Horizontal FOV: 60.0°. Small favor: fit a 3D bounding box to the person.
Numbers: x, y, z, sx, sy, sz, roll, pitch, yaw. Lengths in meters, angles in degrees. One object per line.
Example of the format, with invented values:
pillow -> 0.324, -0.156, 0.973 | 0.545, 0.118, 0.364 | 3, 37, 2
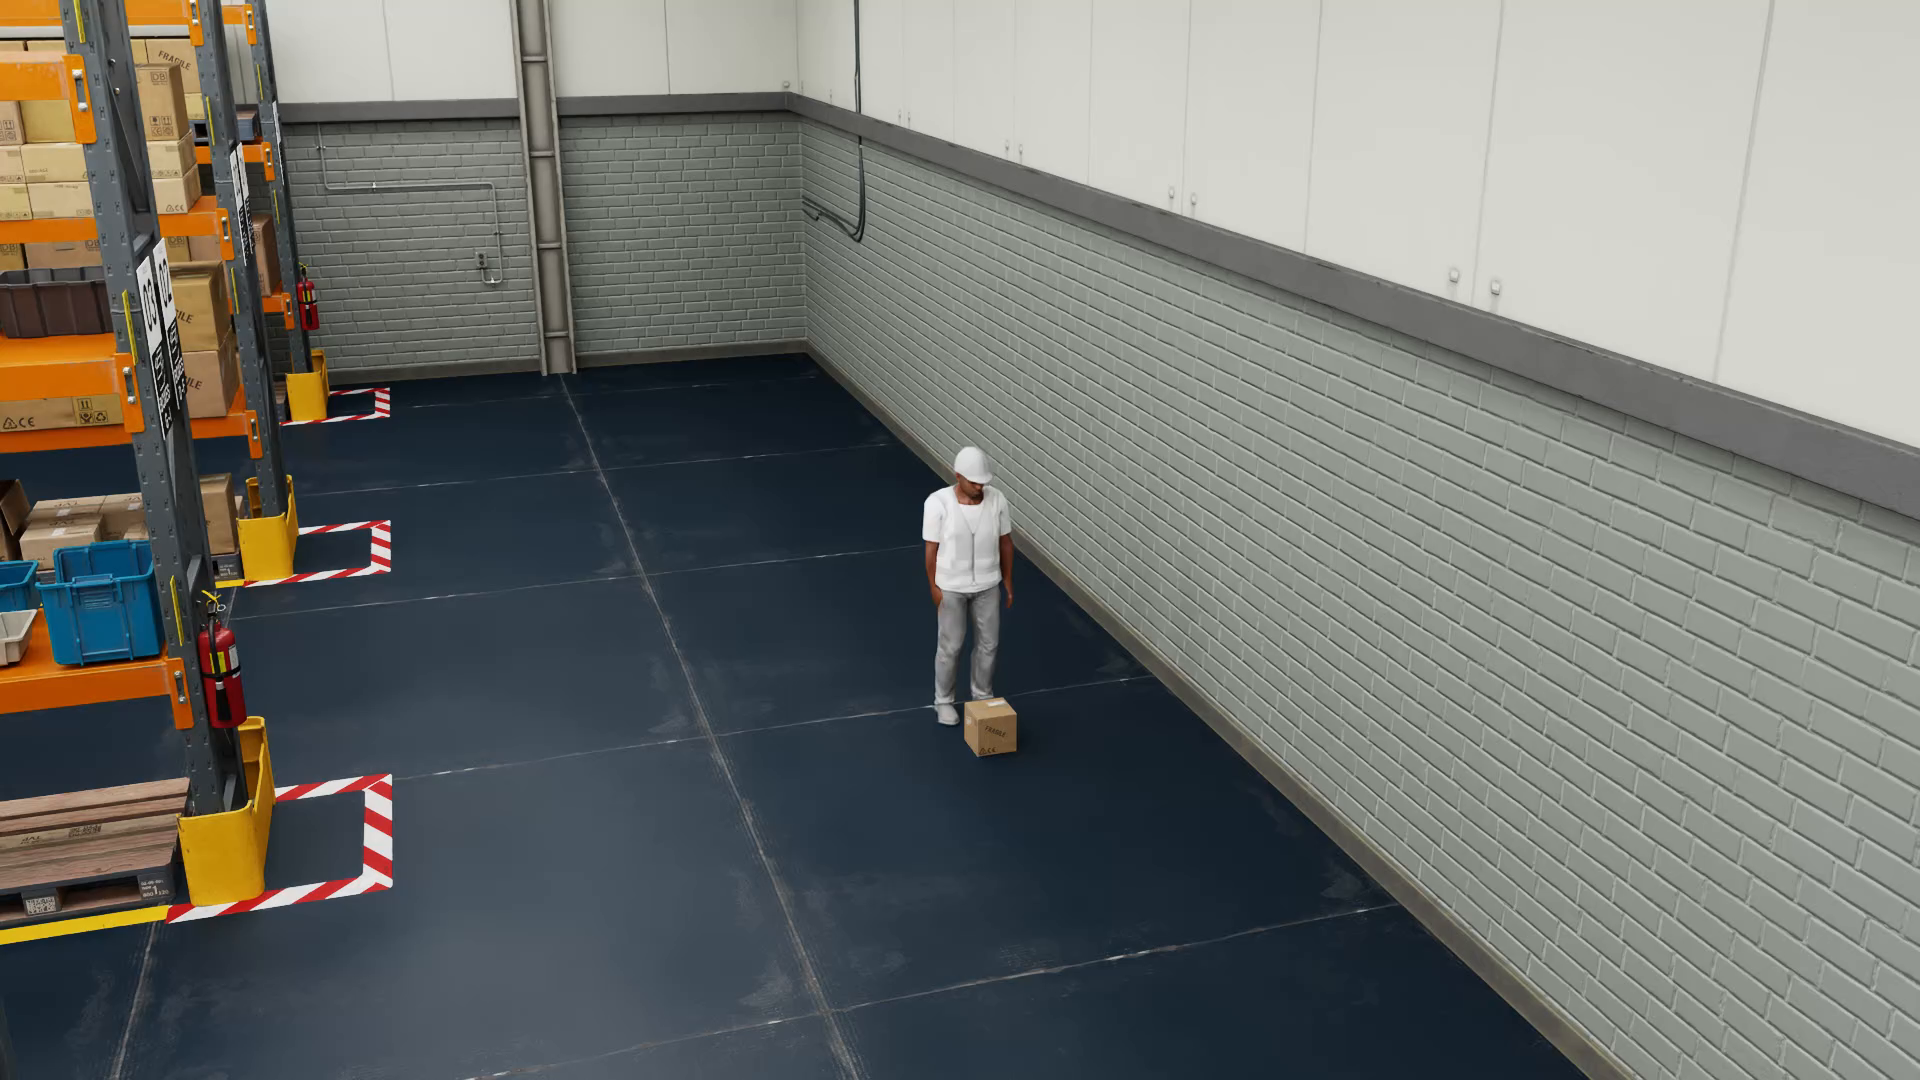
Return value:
person -> 0.061, 0.269, 10.262 | 0.568, 1.759, 0.368 | -6, 20, -16
